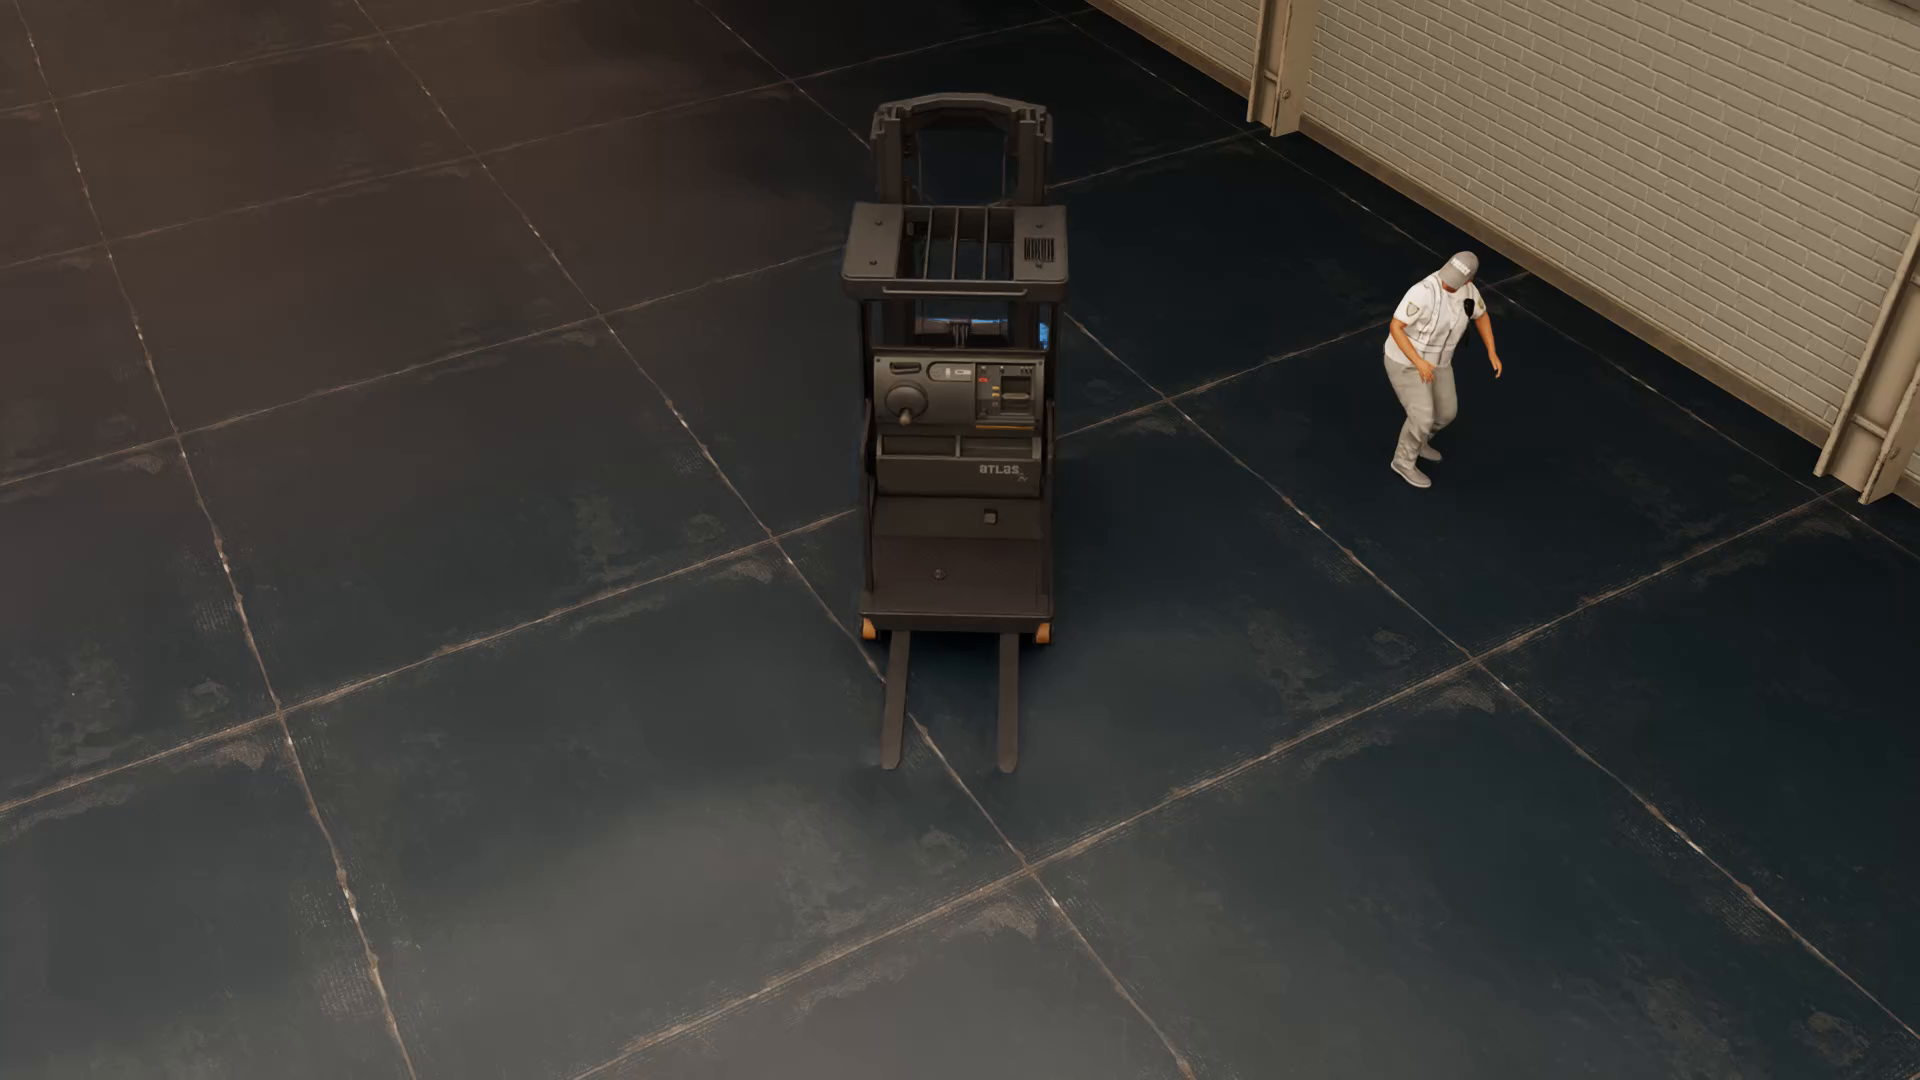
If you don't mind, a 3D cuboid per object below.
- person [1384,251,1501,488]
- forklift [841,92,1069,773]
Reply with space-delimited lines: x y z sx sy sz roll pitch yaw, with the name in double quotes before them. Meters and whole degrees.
"person" 2.989 -1.106 10.438 0.720 1.615 0.567 -21 44 -23
"forklift" -0.011 -0.737 8.924 1.130 2.935 3.031 1 40 1
